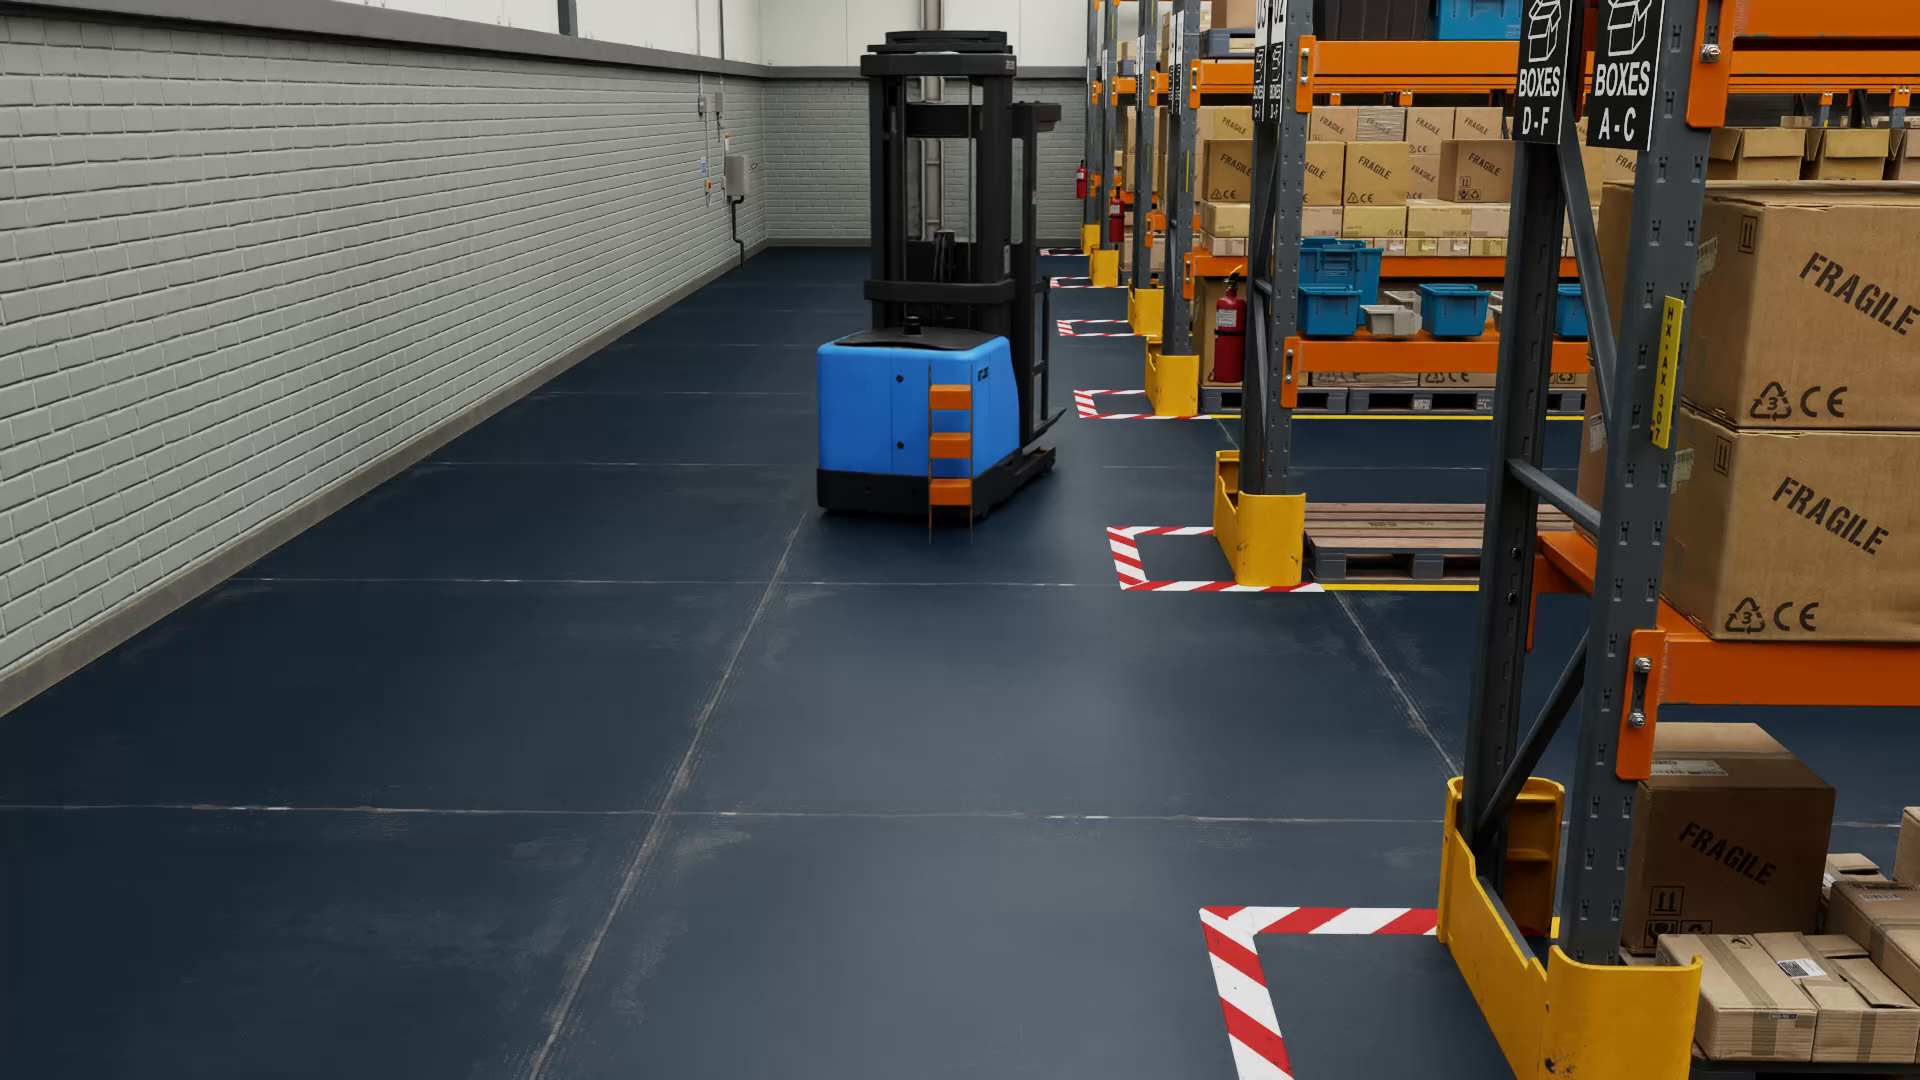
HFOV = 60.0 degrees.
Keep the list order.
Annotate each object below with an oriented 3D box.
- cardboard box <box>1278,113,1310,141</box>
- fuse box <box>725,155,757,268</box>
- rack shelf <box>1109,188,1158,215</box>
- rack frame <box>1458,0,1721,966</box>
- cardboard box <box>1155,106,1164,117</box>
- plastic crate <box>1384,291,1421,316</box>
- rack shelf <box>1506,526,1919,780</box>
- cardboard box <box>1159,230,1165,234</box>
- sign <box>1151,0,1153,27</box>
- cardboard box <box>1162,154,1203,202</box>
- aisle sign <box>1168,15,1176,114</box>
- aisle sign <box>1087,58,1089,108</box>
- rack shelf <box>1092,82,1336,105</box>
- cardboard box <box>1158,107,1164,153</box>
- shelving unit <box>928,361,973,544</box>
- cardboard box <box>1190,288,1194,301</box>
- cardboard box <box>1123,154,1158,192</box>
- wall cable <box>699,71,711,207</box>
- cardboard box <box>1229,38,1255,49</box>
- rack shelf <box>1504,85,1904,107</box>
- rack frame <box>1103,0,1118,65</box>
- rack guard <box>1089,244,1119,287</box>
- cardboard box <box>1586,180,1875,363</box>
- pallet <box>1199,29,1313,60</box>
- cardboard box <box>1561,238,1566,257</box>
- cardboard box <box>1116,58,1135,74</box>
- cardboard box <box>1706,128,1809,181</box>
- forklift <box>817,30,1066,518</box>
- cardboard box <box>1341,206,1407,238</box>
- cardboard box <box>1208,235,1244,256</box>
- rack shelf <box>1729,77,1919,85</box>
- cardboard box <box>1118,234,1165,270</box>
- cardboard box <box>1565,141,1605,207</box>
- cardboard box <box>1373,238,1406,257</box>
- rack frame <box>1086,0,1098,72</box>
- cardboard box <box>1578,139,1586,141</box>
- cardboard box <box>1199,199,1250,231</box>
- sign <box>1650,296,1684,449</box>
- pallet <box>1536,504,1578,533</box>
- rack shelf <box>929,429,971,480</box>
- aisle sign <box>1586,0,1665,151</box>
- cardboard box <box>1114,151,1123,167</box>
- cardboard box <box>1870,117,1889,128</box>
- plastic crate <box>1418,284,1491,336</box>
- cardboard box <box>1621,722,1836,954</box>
[{"bbox_3d":[3.518,-4.474,18.178,0.500,0.500,0.500,0,15,0],"label":"cardboard box"},{"bbox_3d":[-3.360,-5.085,25.759,0.414,1.711,0.539,0,15,1],"label":"fuse box"},{"bbox_3d":[4.077,-4.782,23.494,4.000,0.370,1.077,0,15,1],"label":"rack shelf"},{"bbox_3d":[1.568,-0.089,4.297,0.127,3.000,1.000,0,15,1],"label":"rack frame"},{"bbox_3d":[2.689,-5.931,23.014,0.250,0.149,0.380,1,15,3],"label":"cardboard box"},{"bbox_3d":[2.518,-1.295,9.266,0.243,0.136,0.396,0,15,1],"label":"plastic crate"},{"bbox_3d":[3.567,0.272,4.340,4.000,0.370,1.077,0,15,1],"label":"rack shelf"},{"bbox_3d":[3.663,-5.359,28.349,0.500,0.500,0.700,1,15,4],"label":"cardboard box"},{"bbox_3d":[2.039,-5.614,17.646,0.005,0.325,0.100,0,15,1],"label":"sign"},{"bbox_3d":[2.494,-3.998,18.335,0.500,0.500,0.500,1,15,4],"label":"cardboard box"},{"bbox_3d":[1.760,-3.949,13.833,0.004,0.787,0.394,0,15,1],"label":"aisle sign"},{"bbox_3d":[2.125,-7.591,27.636,0.004,0.787,0.394,0,15,1],"label":"aisle sign"},{"bbox_3d":[4.200,-7.498,27.909,4.000,0.370,1.077,0,15,1],"label":"rack shelf"},{"bbox_3d":[2.516,-4.616,18.715,0.500,0.500,0.500,0,15,0],"label":"cardboard box"},{"bbox_3d":[-0.054,-0.508,9.707,0.252,1.050,0.215,0,15,1],"label":"shelving unit"},{"bbox_3d":[2.570,-2.779,18.675,0.250,0.149,0.380,1,15,4],"label":"cardboard box"},{"bbox_3d":[2.550,-5.114,23.149,0.500,0.500,0.500,0,15,1],"label":"cardboard box"},{"bbox_3d":[-3.560,-5.680,23.435,0.123,1.953,0.585,0,15,1],"label":"wall cable"},{"bbox_3d":[3.006,-5.427,17.963,0.500,0.250,0.500,0,15,1],"label":"cardboard box"},{"bbox_3d":[8.050,-4.943,18.225,4.000,0.370,1.077,0,15,1],"label":"rack shelf"},{"bbox_3d":[2.078,-8.043,22.686,0.127,3.000,1.000,0,15,1],"label":"rack frame"},{"bbox_3d":[2.054,-3.934,23.771,0.348,0.500,1.175,0,15,1],"label":"rack guard"},{"bbox_3d":[2.020,-0.688,4.412,0.500,0.500,0.500,0,15,1],"label":"cardboard box"},{"bbox_3d":[2.567,-4.021,13.493,1.213,0.211,1.003,0,15,1],"label":"pallet"},{"bbox_3d":[4.739,-2.391,13.516,0.250,0.149,0.380,1,15,2],"label":"cardboard box"},{"bbox_3d":[2.637,-7.857,27.573,0.500,0.250,0.500,0,15,1],"label":"cardboard box"},{"bbox_3d":[6.462,-3.121,13.625,0.637,0.503,0.797,0,15,0],"label":"cardboard box"},{"bbox_3d":[0.039,-1.880,11.222,1.130,2.935,3.031,5,15,17],"label":"forklift"},{"bbox_3d":[3.320,-2.609,13.559,0.500,0.250,0.500,0,15,0],"label":"cardboard box"},{"bbox_3d":[2.171,-2.407,13.577,0.250,0.149,0.380,1,15,2],"label":"cardboard box"},{"bbox_3d":[7.823,-3.679,13.433,4.000,0.370,1.077,0,15,1],"label":"rack shelf"},{"bbox_3d":[2.740,-4.128,23.805,0.875,0.438,0.875,0,15,0],"label":"cardboard box"},{"bbox_3d":[4.856,-2.962,13.429,0.500,0.500,0.500,1,15,2],"label":"cardboard box"},{"bbox_3d":[3.457,-2.400,13.547,0.250,0.149,0.380,0,15,1],"label":"cardboard box"},{"bbox_3d":[2.201,-9.309,27.484,0.127,3.000,1.000,0,15,1],"label":"rack frame"},{"bbox_3d":[5.351,-3.091,13.918,0.500,0.500,0.500,0,15,1],"label":"cardboard box"},{"bbox_3d":[2.316,-2.751,14.098,0.500,0.250,0.500,0,15,1],"label":"cardboard box"},{"bbox_3d":[1.554,-0.369,3.662,0.005,0.325,0.100,0,15,1],"label":"sign"},{"bbox_3d":[3.738,0.020,9.350,1.213,0.211,1.003,0,15,1],"label":"pallet"},{"bbox_3d":[-0.054,-0.498,9.710,0.240,0.259,0.215,0,15,1],"label":"rack shelf"},{"bbox_3d":[1.492,-1.271,3.683,0.004,0.787,0.394,0,15,1],"label":"aisle sign"},{"bbox_3d":[2.648,-6.408,27.959,0.500,0.250,0.500,0,15,2],"label":"cardboard box"},{"bbox_3d":[12.643,-5.716,22.750,0.250,0.149,0.380,0,15,-1],"label":"cardboard box"},{"bbox_3d":[2.595,-1.210,8.758,0.300,0.233,0.416,0,15,1],"label":"plastic crate"},{"bbox_3d":[2.118,0.848,4.785,0.500,0.500,0.500,0,15,1],"label":"cardboard box"}]
